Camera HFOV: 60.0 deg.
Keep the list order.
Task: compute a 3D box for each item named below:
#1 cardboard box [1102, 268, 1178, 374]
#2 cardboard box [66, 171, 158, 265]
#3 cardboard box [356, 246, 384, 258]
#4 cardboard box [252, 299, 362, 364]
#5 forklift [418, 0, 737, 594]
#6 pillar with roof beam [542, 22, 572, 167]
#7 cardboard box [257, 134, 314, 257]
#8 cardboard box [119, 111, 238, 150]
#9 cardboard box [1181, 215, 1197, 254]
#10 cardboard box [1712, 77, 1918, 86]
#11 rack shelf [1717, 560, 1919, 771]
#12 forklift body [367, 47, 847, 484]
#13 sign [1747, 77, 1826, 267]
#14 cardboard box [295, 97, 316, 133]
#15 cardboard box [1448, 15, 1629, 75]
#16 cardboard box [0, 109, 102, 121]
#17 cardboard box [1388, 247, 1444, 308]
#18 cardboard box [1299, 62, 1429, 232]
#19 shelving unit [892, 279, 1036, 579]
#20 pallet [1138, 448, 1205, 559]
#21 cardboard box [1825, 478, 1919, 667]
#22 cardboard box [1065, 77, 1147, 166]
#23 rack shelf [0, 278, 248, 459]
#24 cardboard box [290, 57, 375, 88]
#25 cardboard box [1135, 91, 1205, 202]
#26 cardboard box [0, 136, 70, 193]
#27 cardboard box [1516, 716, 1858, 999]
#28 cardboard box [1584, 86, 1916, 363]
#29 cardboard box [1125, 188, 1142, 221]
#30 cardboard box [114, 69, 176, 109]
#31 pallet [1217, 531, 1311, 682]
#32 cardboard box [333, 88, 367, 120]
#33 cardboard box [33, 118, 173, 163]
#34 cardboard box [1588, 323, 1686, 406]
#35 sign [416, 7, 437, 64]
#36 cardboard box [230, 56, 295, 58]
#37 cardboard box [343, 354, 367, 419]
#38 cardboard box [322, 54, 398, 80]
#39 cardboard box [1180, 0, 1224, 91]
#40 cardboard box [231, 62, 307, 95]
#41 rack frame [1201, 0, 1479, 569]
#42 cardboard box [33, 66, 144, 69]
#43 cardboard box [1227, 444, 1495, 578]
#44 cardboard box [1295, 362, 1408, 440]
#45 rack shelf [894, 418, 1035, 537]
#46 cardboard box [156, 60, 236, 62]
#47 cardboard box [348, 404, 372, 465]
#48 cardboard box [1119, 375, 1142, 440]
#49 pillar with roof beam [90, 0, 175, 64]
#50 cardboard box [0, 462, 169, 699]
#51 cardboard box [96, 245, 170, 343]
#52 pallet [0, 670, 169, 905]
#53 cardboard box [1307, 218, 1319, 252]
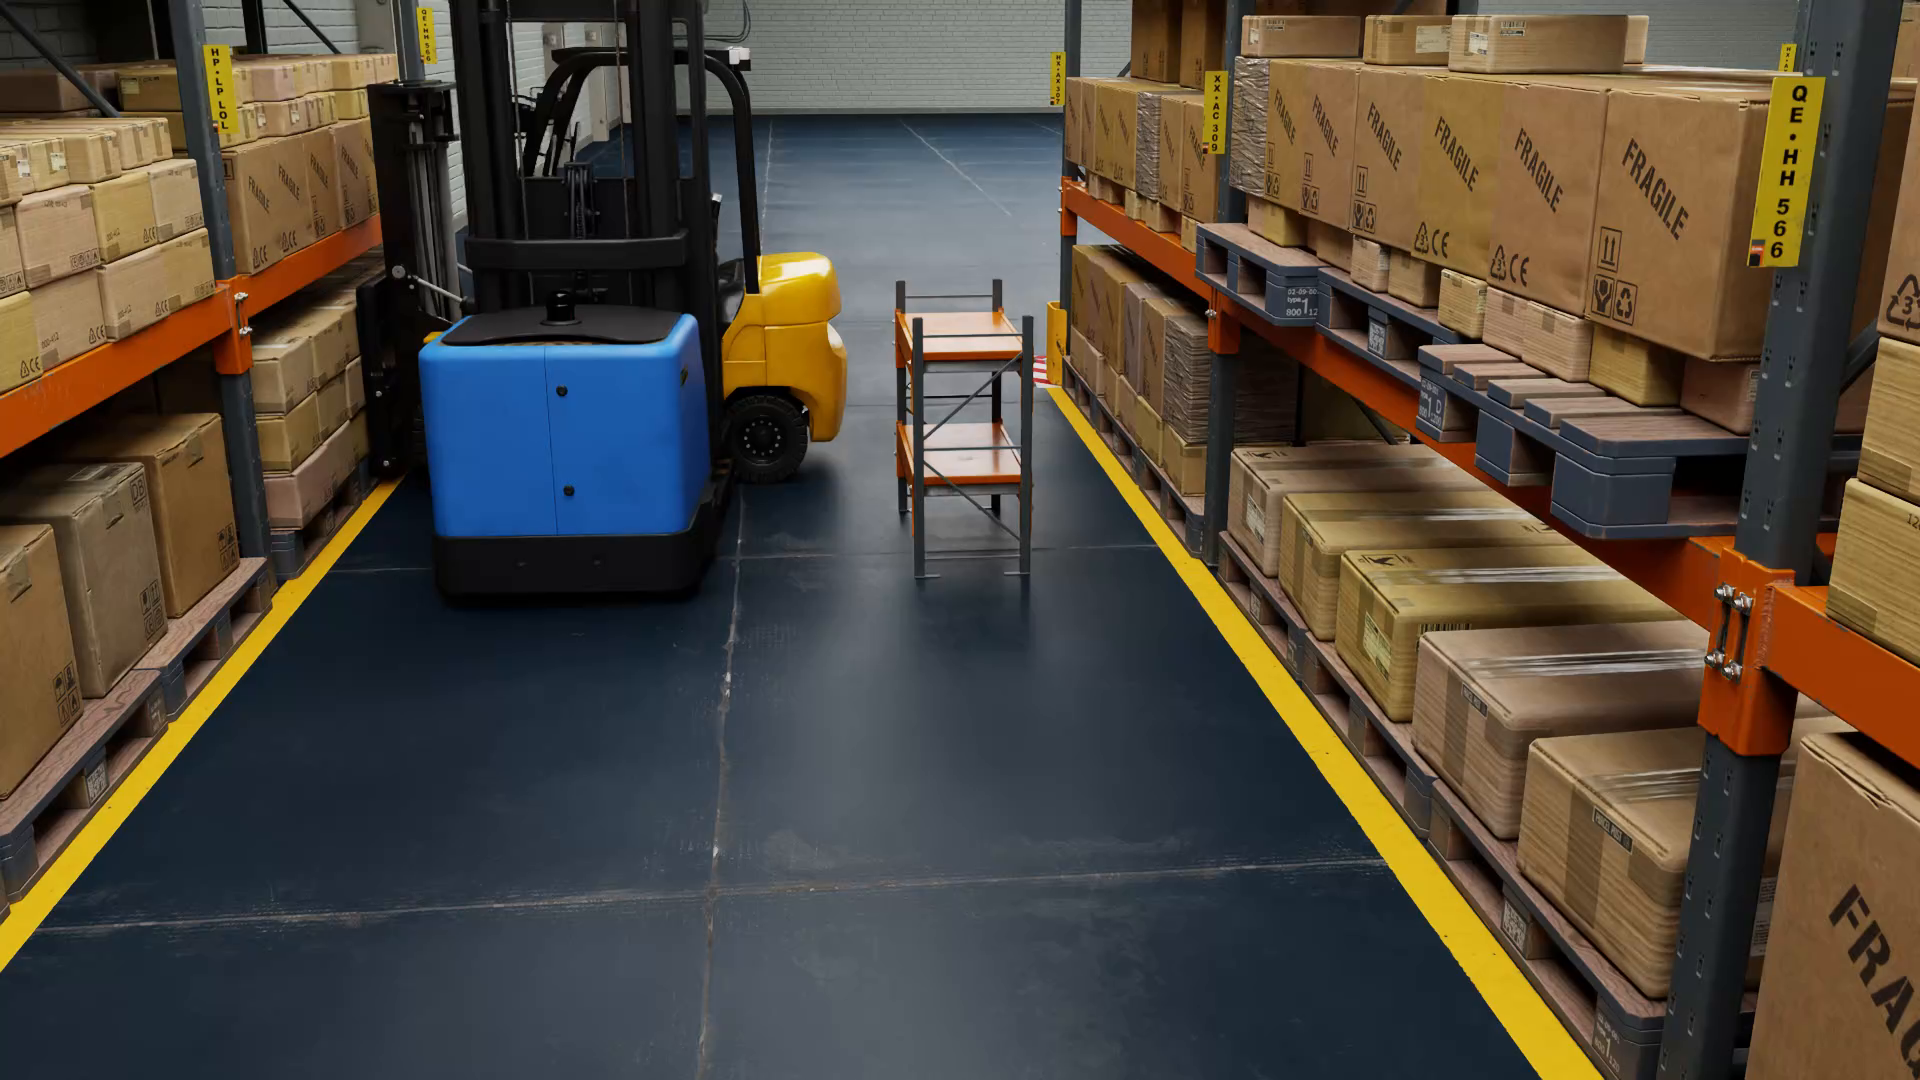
[{"bbox_3d":[1.077,-1.216,9.179,0.500,0.500,0.500,-1,17,-5],"label":"cardboard box"},{"bbox_3d":[-2.995,-1.060,5.462,0.500,0.250,0.500,-2,18,-7],"label":"cardboard box"},{"bbox_3d":[-3.415,-1.614,10.031,0.500,0.250,0.500,-1,17,-4],"label":"cardboard box"},{"bbox_3d":[-3.203,-1.005,8.089,0.500,0.250,0.500,-1,17,-4],"label":"cardboard box"},{"bbox_3d":[-1.686,-1.569,7.781,1.130,2.935,3.031,-1,17,-2],"label":"forklift"},{"bbox_3d":[-2.172,-10.499,26.096,9.100,9.000,0.400,-2,18,-6],"label":"pillar with roof beam"},{"bbox_3d":[-3.216,-1.527,7.367,0.500,0.500,0.500,-1,17,-5],"label":"cardboard box"},{"bbox_3d":[-3.131,-1.645,6.659,0.380,0.149,0.250,-2,18,-7],"label":"cardboard box"},{"bbox_3d":[1.208,-1.380,7.483,0.380,0.149,0.250,-1,17,-4],"label":"cardboard box"},{"bbox_3d":[2.112,-0.834,3.960,0.500,0.500,0.500,-1,17,-3],"label":"cardboard box"},{"bbox_3d":[2.196,0.792,1.348,1.077,0.370,4.000,-2,18,-6],"label":"rack shelf"},{"bbox_3d":[-1.762,-1.463,8.746,2.313,2.155,1.214,-2,18,-6],"label":"forklift body"},{"bbox_3d":[1.451,-0.642,2.915,0.100,0.325,0.005,-2,18,-6],"label":"sign"},{"bbox_3d":[-3.191,-1.953,7.639,0.380,0.149,0.250,-2,18,-6],"label":"cardboard box"},{"bbox_3d":[1.540,-1.326,4.444,0.380,0.149,0.250,-3,18,-8],"label":"cardboard box"},{"bbox_3d":[-3.649,-1.630,6.610,0.380,0.149,0.250,-2,18,-6],"label":"cardboard box"},{"bbox_3d":[1.483,-0.777,4.864,0.380,0.149,0.250,-2,18,-7],"label":"cardboard box"},{"bbox_3d":[1.430,-1.284,5.393,0.500,0.500,0.500,-2,18,-6],"label":"cardboard box"},{"bbox_3d":[0.001,-0.535,7.502,0.538,1.125,1.048,-2,18,-6],"label":"shelving unit"},{"bbox_3d":[1.472,-0.208,7.986,1.003,0.211,1.213,-2,18,-6],"label":"pallet"},{"bbox_3d":[1.790,0.078,2.672,0.500,0.250,0.500,-2,18,-7],"label":"cardboard box"},{"bbox_3d":[0.937,-2.571,10.194,0.500,0.500,0.500,-2,18,-6],"label":"cardboard box"},{"bbox_3d":[-3.154,-0.246,4.652,1.077,0.370,4.000,-2,18,-6],"label":"rack shelf"},{"bbox_3d":[-3.327,-2.475,8.806,0.380,0.149,0.250,-1,17,-4],"label":"cardboard box"},{"bbox_3d":[1.166,-1.961,8.252,0.500,0.500,0.500,-1,17,-4],"label":"cardboard box"},{"bbox_3d":[-2.963,-1.142,5.056,0.380,0.149,0.250,-2,18,-7],"label":"cardboard box"},{"bbox_3d":[1.941,0.737,4.006,0.950,0.372,0.625,-3,18,-9],"label":"cardboard box"},{"bbox_3d":[1.666,-0.664,3.420,0.500,0.500,0.500,-2,18,-7],"label":"cardboard box"},{"bbox_3d":[1.073,-1.761,8.697,0.380,0.149,0.250,-2,18,-5],"label":"cardboard box"},{"bbox_3d":[-3.232,-1.862,6.855,0.380,0.149,0.250,-2,17,-5],"label":"cardboard box"},{"bbox_3d":[1.659,0.223,6.614,1.003,0.211,1.213,-2,18,-6],"label":"pallet"},{"bbox_3d":[-3.301,-2.257,8.610,0.380,0.149,0.250,-2,18,-5],"label":"cardboard box"},{"bbox_3d":[-3.104,-1.447,6.028,0.380,0.149,0.250,-1,17,-4],"label":"cardboard box"},{"bbox_3d":[1.622,-0.396,3.649,0.380,0.149,0.250,-2,17,-5],"label":"cardboard box"},{"bbox_3d":[-3.231,-3.054,10.070,0.100,0.325,0.005,-2,18,-6],"label":"sign"},{"bbox_3d":[-3.916,-2.612,9.241,0.380,0.149,0.250,-1,17,-5],"label":"cardboard box"},{"bbox_3d":[-3.197,-0.765,8.162,0.500,0.250,0.500,-2,18,-6],"label":"cardboard box"},{"bbox_3d":[-3.526,-2.775,9.763,0.380,0.149,0.250,-2,18,-5],"label":"cardboard box"},{"bbox_3d":[1.547,-2.599,8.616,0.700,0.500,0.500,-2,18,-6],"label":"cardboard box"},{"bbox_3d":[-3.309,-2.169,7.832,0.380,0.149,0.250,-2,18,-6],"label":"cardboard box"},{"bbox_3d":[1.577,-1.339,6.935,1.000,3.000,0.127,-2,18,-6],"label":"rack frame"},{"bbox_3d":[-3.807,-1.997,7.283,0.380,0.149,0.250,-2,18,-7],"label":"cardboard box"},{"bbox_3d":[1.633,-0.130,6.768,0.950,0.372,0.625,-2,17,-5],"label":"cardboard box"},{"bbox_3d":[1.785,-0.769,7.758,0.500,0.500,0.500,-1,17,-3],"label":"cardboard box"},{"bbox_3d":[0.001,-0.301,7.575,0.538,0.278,1.000,-2,18,-6],"label":"rack shelf"},{"bbox_3d":[-3.819,-2.307,8.272,0.380,0.149,0.250,-2,18,-5],"label":"cardboard box"},{"bbox_3d":[-3.217,-0.531,8.250,0.500,0.250,0.500,-1,17,-5],"label":"cardboard box"},{"bbox_3d":[1.136,-0.705,8.806,0.500,0.250,0.500,-2,17,-5],"label":"cardboard box"},{"bbox_3d":[-0.315,-5.136,9.014,9.100,9.000,0.400,-2,18,-6],"label":"pillar with roof beam"},{"bbox_3d":[-3.223,0.135,5.504,0.875,0.625,0.625,-2,18,-6],"label":"cardboard box"},{"bbox_3d":[-2.990,-0.821,5.536,0.500,0.250,0.500,-2,18,-6],"label":"cardboard box"},{"bbox_3d":[-3.116,0.728,5.004,1.003,0.211,1.213,-2,18,-6],"label":"pallet"},{"bbox_3d":[1.442,-1.088,5.854,0.380,0.149,0.250,-1,17,-2],"label":"cardboard box"}]
